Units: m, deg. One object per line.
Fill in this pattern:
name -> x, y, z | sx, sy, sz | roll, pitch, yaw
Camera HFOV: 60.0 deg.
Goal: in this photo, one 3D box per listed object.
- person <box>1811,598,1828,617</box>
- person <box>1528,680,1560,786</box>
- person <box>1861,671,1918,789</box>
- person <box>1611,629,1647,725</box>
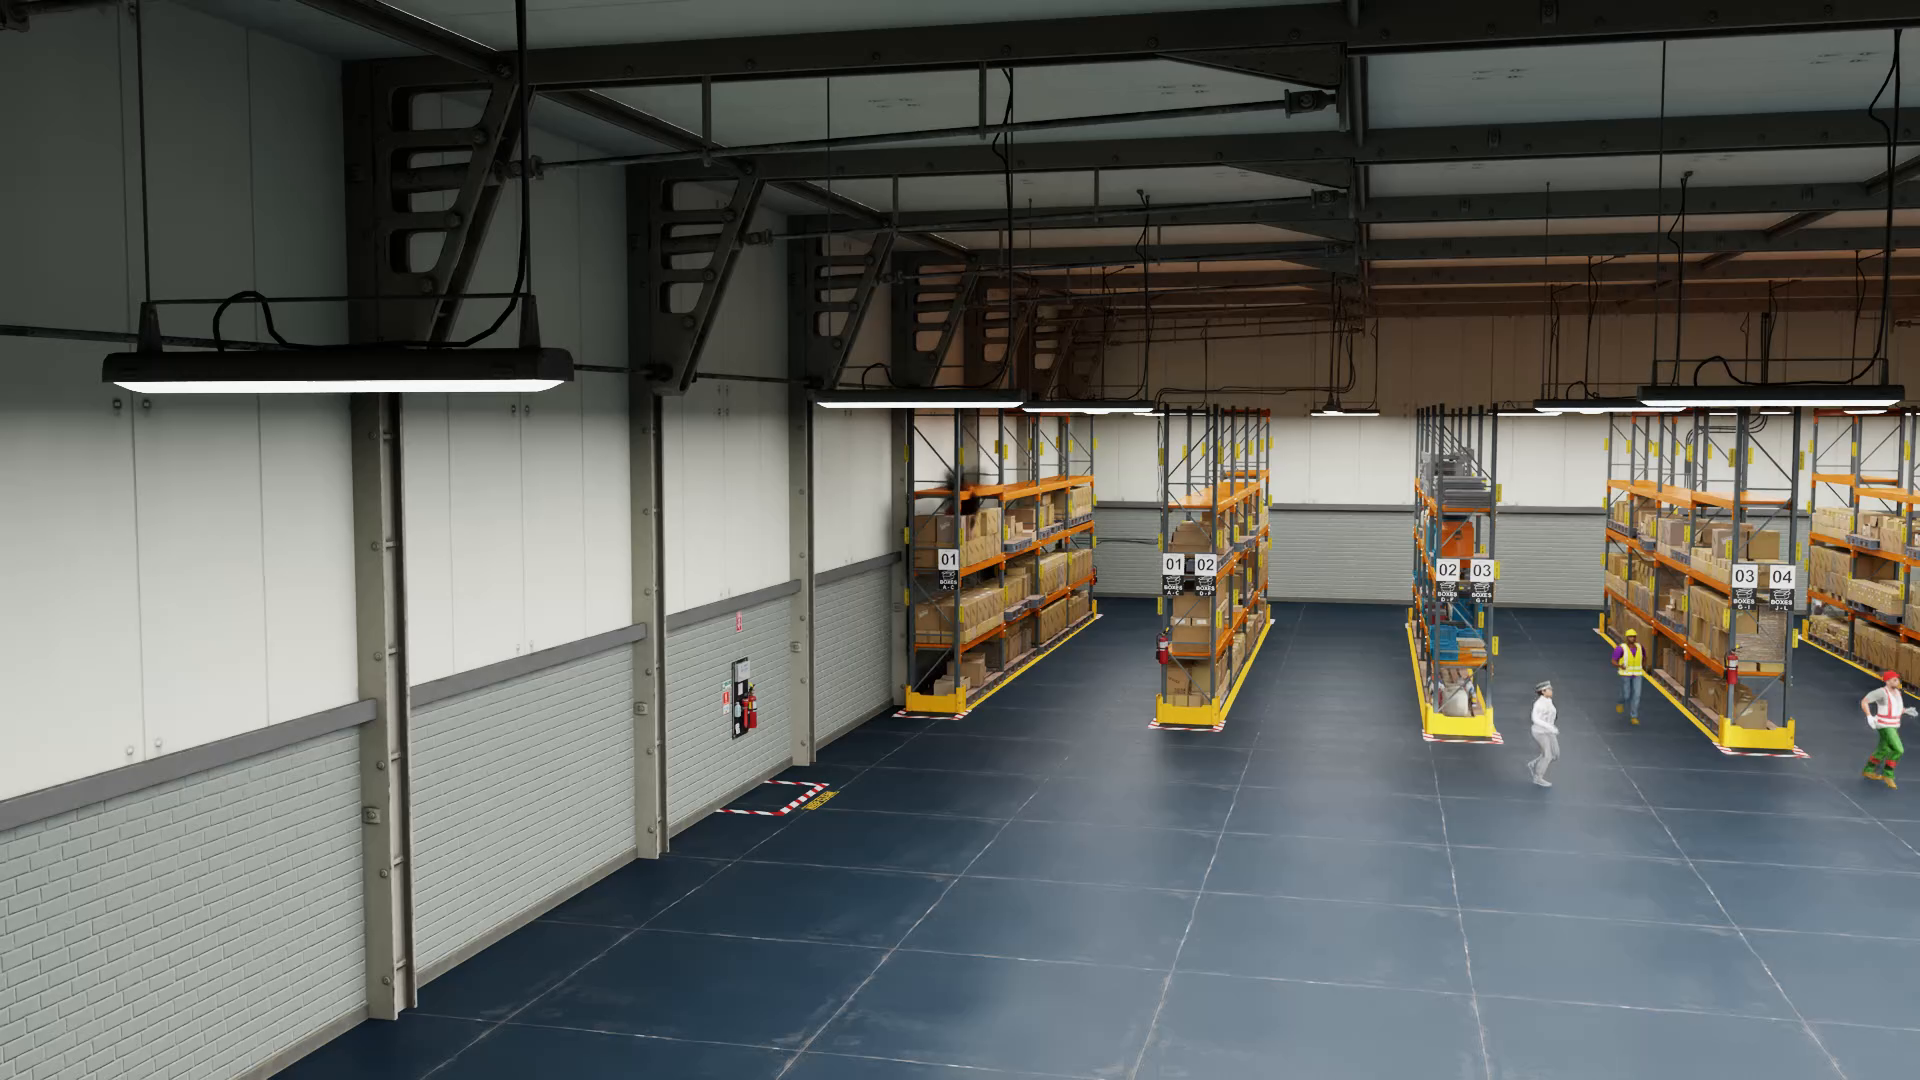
person -> 23.042, 1.674, 44.441 | 0.736, 1.672, 0.783 | 2, 5, 30
person -> 9.118, 3.008, 25.929 | 0.507, 1.662, 0.624 | 3, 5, 39
person -> 14.511, 2.952, 25.982 | 0.637, 1.832, 0.767 | -3, 5, -35
person -> 12.640, 2.557, 31.353 | 0.699, 1.752, 0.923 | 0, 4, 3
